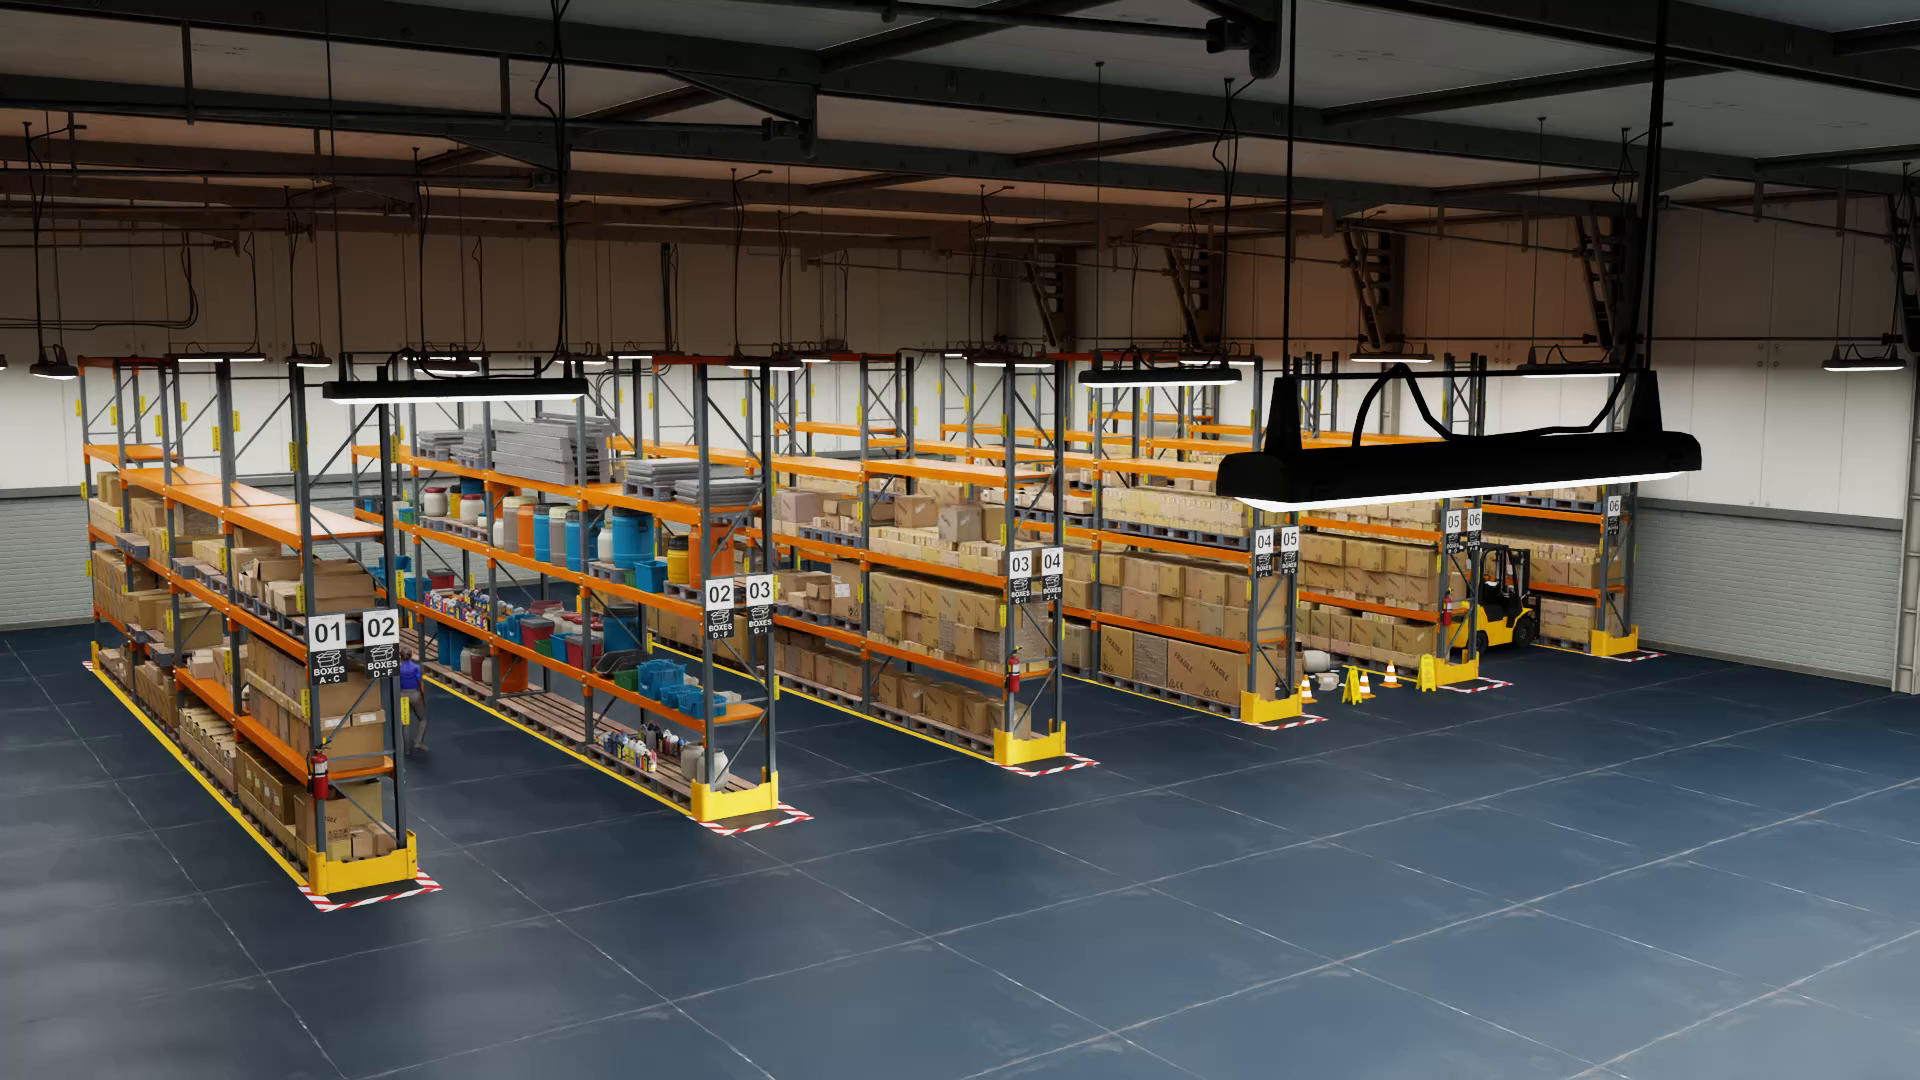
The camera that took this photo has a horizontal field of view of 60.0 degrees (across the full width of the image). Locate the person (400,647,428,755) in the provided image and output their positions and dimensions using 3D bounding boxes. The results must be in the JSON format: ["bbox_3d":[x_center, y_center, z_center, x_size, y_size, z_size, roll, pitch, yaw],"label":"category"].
[{"bbox_3d":[-8.371,2.453,25.298,0.497,1.658,0.463,-1,7,-7],"label":"person"}]

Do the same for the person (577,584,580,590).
[{"bbox_3d":[-9.067,0.466,41.083,1.164,1.707,0.586,4,8,27],"label":"person"}]
